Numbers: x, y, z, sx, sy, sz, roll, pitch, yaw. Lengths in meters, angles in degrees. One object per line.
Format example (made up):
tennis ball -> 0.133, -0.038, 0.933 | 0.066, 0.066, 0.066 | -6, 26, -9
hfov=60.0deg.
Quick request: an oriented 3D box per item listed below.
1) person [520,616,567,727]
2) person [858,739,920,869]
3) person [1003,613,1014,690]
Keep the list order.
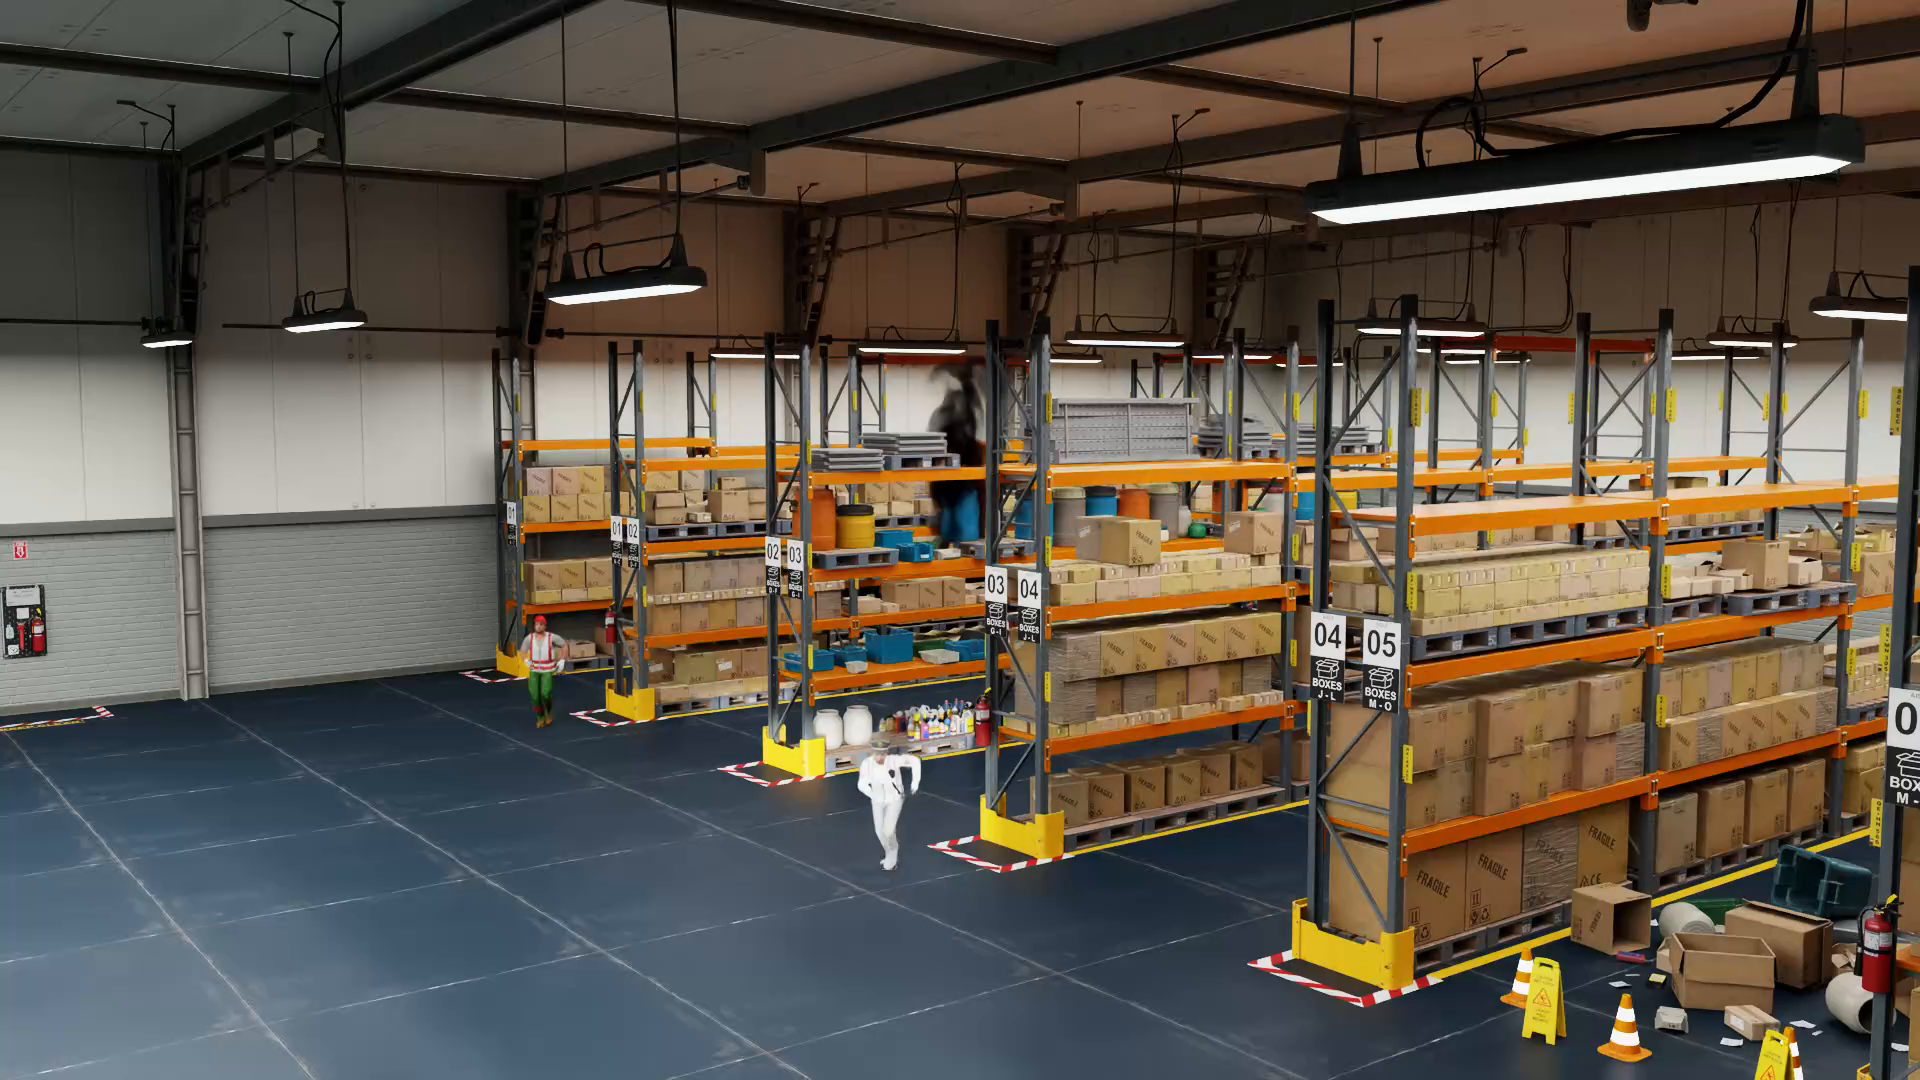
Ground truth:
person -> -6.439, 2.036, 25.640 | 0.696, 1.746, 0.626 | 0, 5, -3
person -> -0.757, 2.831, 17.843 | 0.640, 1.499, 0.861 | 1, 5, 11
person -> 0.724, 1.837, 28.097 | 0.714, 1.733, 0.791 | 5, 7, 44
